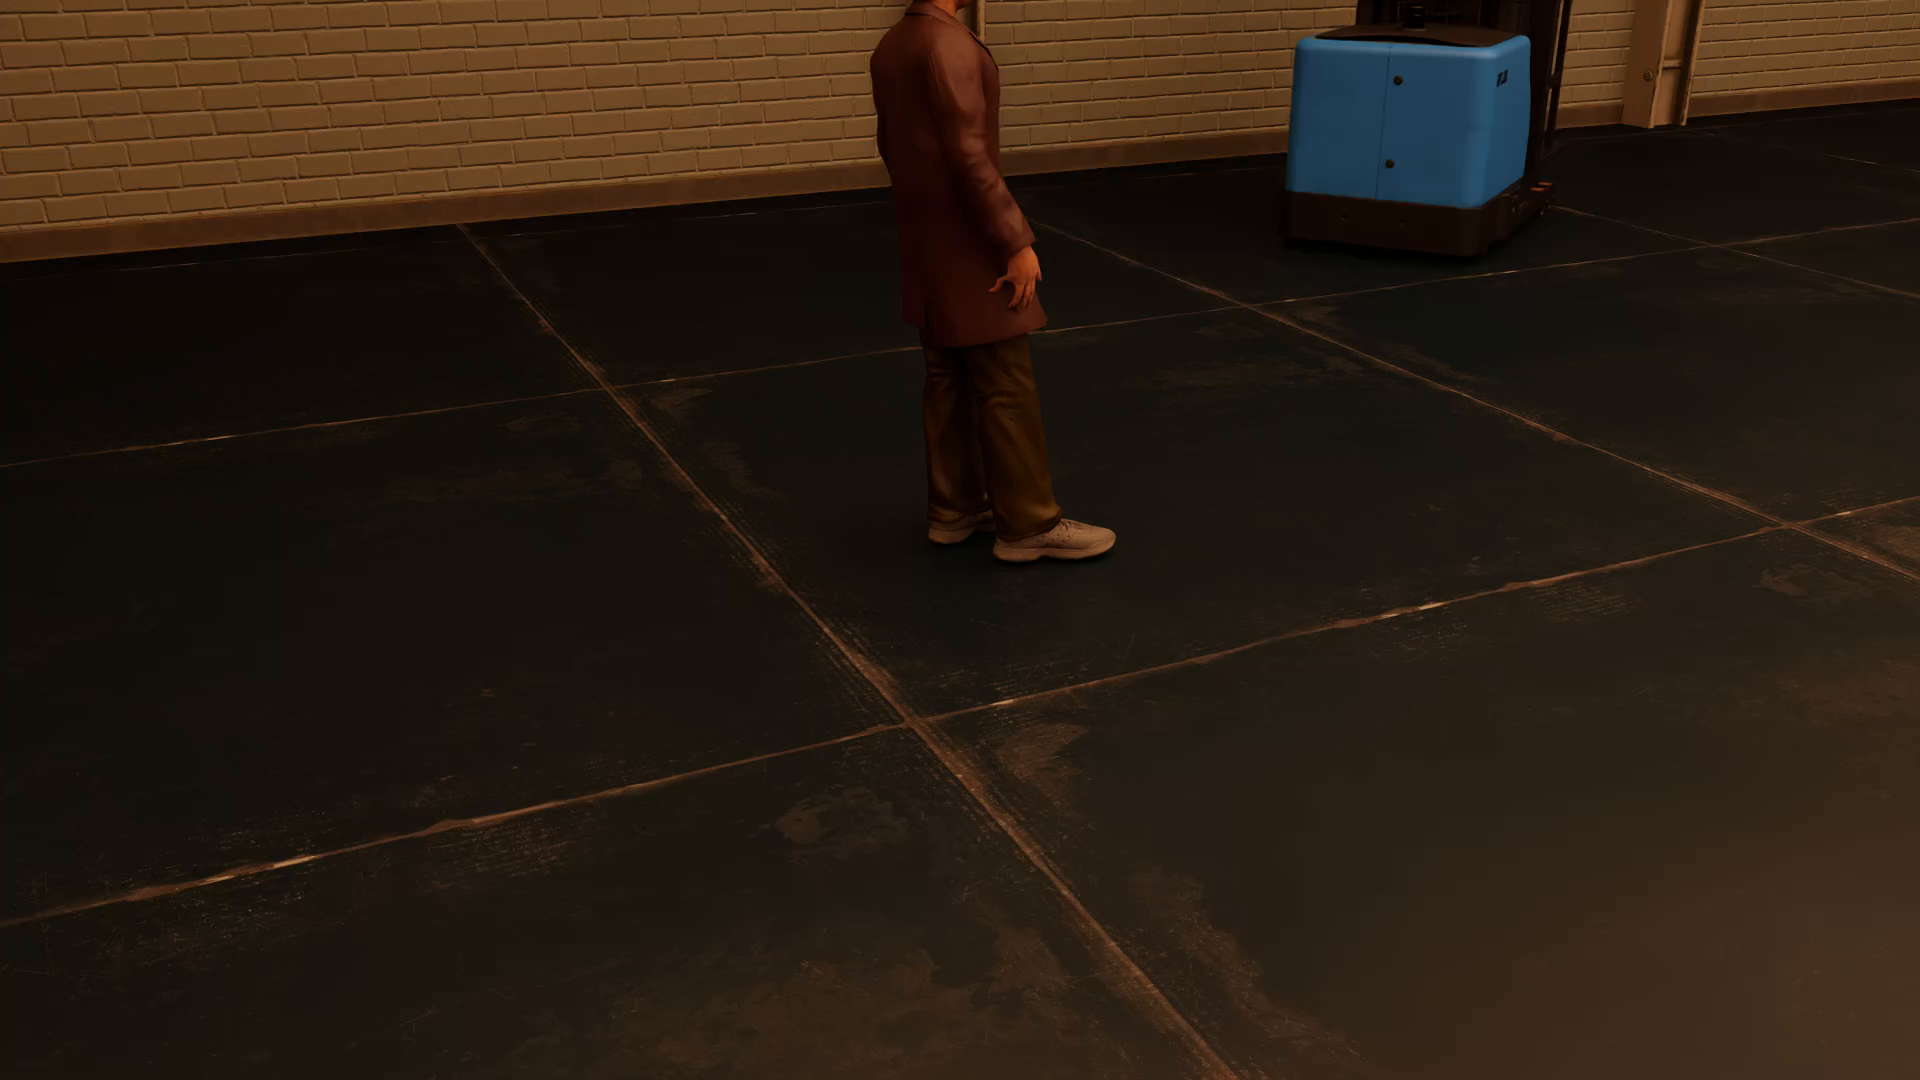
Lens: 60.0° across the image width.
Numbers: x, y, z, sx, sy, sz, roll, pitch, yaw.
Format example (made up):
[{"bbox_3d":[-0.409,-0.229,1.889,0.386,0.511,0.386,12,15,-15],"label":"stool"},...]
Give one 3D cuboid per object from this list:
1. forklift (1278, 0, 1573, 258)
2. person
[{"bbox_3d":[2.855,-3.303,9.237,1.130,2.935,3.031,12,26,27],"label":"forklift"},{"bbox_3d":[0.085,-0.842,4.795,0.579,1.778,0.698,-10,25,-23],"label":"person"}]
